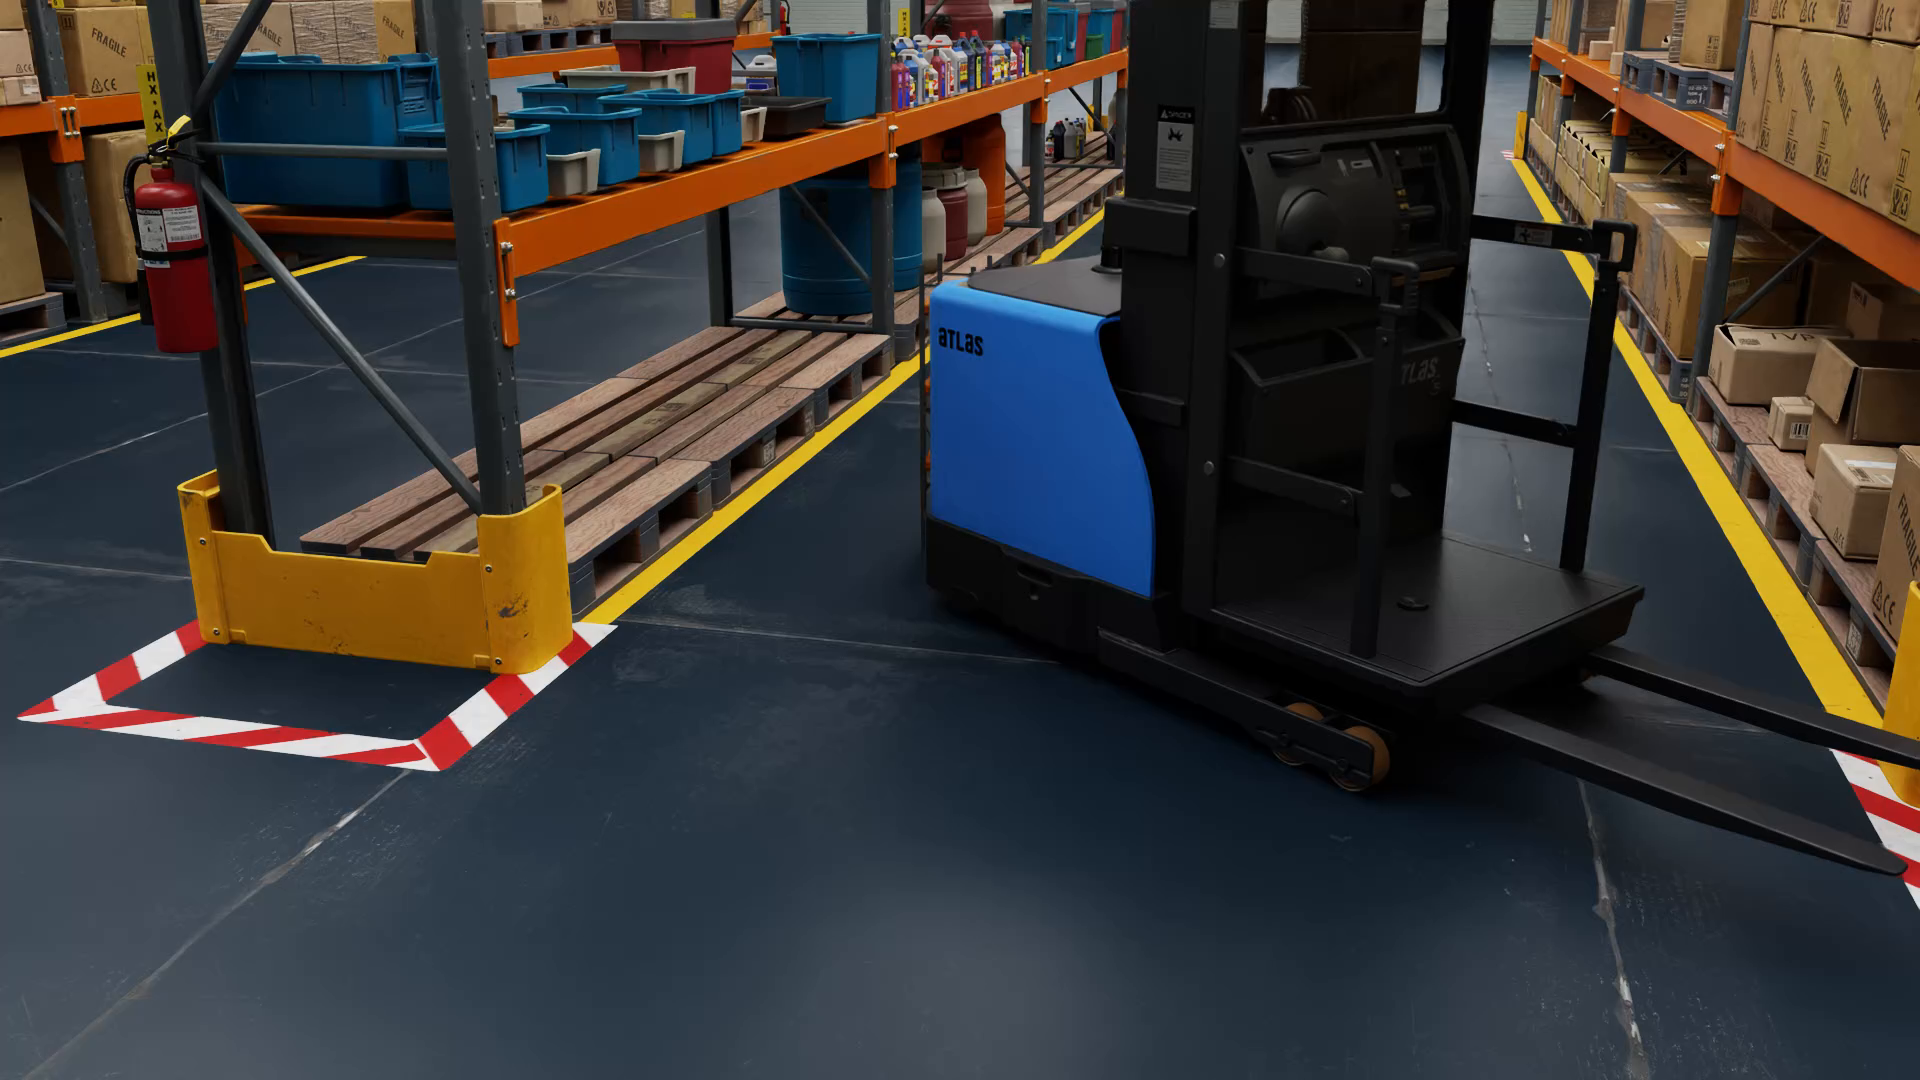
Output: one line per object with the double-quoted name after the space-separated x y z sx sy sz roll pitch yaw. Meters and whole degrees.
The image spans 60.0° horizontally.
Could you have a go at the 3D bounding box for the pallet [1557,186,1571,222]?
5.768 -2.932 14.446 1.003 0.211 1.213 5 19 13 "pallet"

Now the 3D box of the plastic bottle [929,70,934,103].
-0.196 -2.571 9.382 0.097 0.201 0.097 0 19 0 "plastic bottle"

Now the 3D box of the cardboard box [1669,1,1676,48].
4.888 -3.272 10.322 0.700 0.500 0.500 -2 19 -5 "cardboard box"

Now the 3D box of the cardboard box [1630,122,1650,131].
6.089 -3.499 14.528 0.500 0.311 0.500 5 19 13 "cardboard box"

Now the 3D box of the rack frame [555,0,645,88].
-3.695 -5.269 16.974 1.000 3.000 0.127 5 19 13 "rack frame"

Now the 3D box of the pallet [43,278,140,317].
-5.534 -1.690 10.809 1.003 0.211 1.213 5 19 13 "pallet"

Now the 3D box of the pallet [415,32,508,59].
-4.602 -4.157 14.013 1.213 0.211 1.003 5 19 13 "pallet"

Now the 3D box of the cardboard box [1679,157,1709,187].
5.346 -2.536 11.708 0.500 0.311 0.500 5 20 15 "cardboard box"

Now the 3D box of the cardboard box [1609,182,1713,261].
4.422 -1.973 10.509 0.500 0.500 0.500 4 19 11 "cardboard box"

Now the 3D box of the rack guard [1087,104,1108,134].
2.112 -4.922 19.823 1.175 0.500 0.348 5 19 13 "rack guard"

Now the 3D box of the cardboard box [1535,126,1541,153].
6.299 -4.173 17.368 0.500 0.250 0.500 5 19 13 "cardboard box"

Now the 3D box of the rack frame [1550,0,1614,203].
5.910 -4.486 14.680 1.000 3.000 0.127 5 19 13 "rack frame"

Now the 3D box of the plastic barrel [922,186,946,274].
-0.300 -1.953 10.465 0.421 0.512 0.421 0 19 0 "plastic barrel"

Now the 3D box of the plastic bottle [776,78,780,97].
-0.938 -2.422 8.945 0.097 0.201 0.097 0 19 0 "plastic bottle"

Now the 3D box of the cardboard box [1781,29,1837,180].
3.320 -1.570 5.989 0.500 0.500 0.500 5 19 13 "cardboard box"

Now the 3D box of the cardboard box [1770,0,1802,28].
3.442 -2.212 6.321 0.500 0.500 0.500 4 19 12 "cardboard box"

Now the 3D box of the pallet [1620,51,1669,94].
4.835 -2.923 10.403 1.213 0.211 1.003 5 19 13 "pallet"

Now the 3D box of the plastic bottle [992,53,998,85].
0.200 -3.080 10.871 0.097 0.201 0.097 0 19 0 "plastic bottle"

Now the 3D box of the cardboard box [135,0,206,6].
-5.323 -3.699 10.670 0.797 0.503 0.637 5 19 14 "cardboard box"

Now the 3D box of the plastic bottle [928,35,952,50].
-0.141 -3.444 11.821 0.152 0.276 0.135 5 19 13 "plastic bottle"

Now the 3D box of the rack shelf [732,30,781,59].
-3.206 -5.556 18.926 1.077 0.370 4.000 5 19 13 "rack shelf"

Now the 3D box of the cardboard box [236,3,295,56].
-4.929 -3.411 11.377 0.500 0.500 0.500 5 19 14 "cardboard box"

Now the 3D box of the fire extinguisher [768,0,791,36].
-2.243 -6.486 20.656 0.296 0.674 0.183 5 19 13 "fire extinguisher"

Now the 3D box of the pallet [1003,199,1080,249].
0.357 -2.545 13.311 1.003 0.211 1.213 5 19 13 "pallet"

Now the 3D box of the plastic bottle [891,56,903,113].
-0.344 -2.397 8.745 0.061 0.283 0.133 5 19 13 "plastic bottle"

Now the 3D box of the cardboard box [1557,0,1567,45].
6.510 -5.321 16.972 0.700 0.500 0.500 5 19 14 "cardboard box"

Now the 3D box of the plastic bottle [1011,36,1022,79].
0.389 -3.336 11.496 0.061 0.283 0.133 5 19 13 "plastic bottle"

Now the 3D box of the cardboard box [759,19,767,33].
-2.587 -6.299 20.376 0.380 0.149 0.250 5 19 13 "cardboard box"

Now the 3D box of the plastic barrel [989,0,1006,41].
0.175 -4.017 13.134 0.421 0.512 0.421 0 19 0 "plastic barrel"

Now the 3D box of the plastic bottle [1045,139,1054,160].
0.894 -3.901 16.615 0.097 0.201 0.097 0 19 0 "plastic bottle"

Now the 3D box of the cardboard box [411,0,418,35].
-4.579 -4.434 13.724 0.500 0.500 0.500 2 19 7 "cardboard box"

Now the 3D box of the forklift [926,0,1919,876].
1.224 -0.922 4.353 1.130 2.935 3.031 -15 24 -38 "forklift"

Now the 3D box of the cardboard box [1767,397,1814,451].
3.442 -0.459 6.595 0.380 0.166 0.250 5 19 13 "cardboard box"

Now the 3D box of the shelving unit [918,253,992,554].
-0.013 -0.480 5.969 0.215 1.050 0.252 5 19 13 "shelving unit"

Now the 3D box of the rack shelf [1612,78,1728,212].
4.444 -2.265 9.291 1.077 0.370 4.000 5 19 13 "rack shelf"

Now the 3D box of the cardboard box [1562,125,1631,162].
5.440 -3.382 14.186 0.500 0.311 0.500 4 19 13 "cardboard box"

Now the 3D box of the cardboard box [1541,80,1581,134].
6.172 -4.372 16.790 0.500 0.500 0.500 5 19 13 "cardboard box"

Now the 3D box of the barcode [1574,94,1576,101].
5.444 -3.918 14.720 0.001 0.075 0.075 5 19 13 "barcode"

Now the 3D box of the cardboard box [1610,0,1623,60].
5.578 -4.129 13.480 0.500 0.500 0.500 6 20 17 "cardboard box"

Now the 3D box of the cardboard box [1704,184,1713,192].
4.932 -1.946 10.430 0.500 0.500 0.500 5 20 16 "cardboard box"

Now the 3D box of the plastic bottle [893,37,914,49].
-0.402 -3.311 11.432 0.152 0.276 0.135 5 19 13 "plastic bottle"

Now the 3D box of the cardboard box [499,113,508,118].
-4.137 -3.781 15.802 0.700 0.500 0.500 3 19 9 "cardboard box"

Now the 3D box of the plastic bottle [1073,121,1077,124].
1.232 -4.367 17.871 0.097 0.271 0.097 0 19 0 "plastic bottle"

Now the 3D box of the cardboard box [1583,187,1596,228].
4.947 -2.476 12.399 0.500 0.250 0.500 4 19 13 "cardboard box"

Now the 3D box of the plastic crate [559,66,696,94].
-1.399 -1.879 7.139 0.437 0.282 0.530 5 19 13 "plastic crate"

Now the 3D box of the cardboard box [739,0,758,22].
-2.885 -6.375 19.596 0.875 0.500 0.500 5 19 13 "cardboard box"

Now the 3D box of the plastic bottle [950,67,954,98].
-0.083 -2.716 9.806 0.097 0.201 0.097 0 19 0 "plastic bottle"

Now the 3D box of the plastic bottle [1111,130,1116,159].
1.560 -3.978 16.715 0.061 0.283 0.133 5 19 13 "plastic bottle"

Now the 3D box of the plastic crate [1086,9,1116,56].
1.140 -4.500 14.747 0.392 0.384 0.575 5 19 13 "plastic crate"

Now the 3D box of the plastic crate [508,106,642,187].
-1.284 -1.324 5.589 0.416 0.233 0.300 5 19 13 "plastic crate"

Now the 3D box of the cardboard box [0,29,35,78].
-5.503 -2.673 9.143 0.500 0.250 0.500 4 19 12 "cardboard box"
